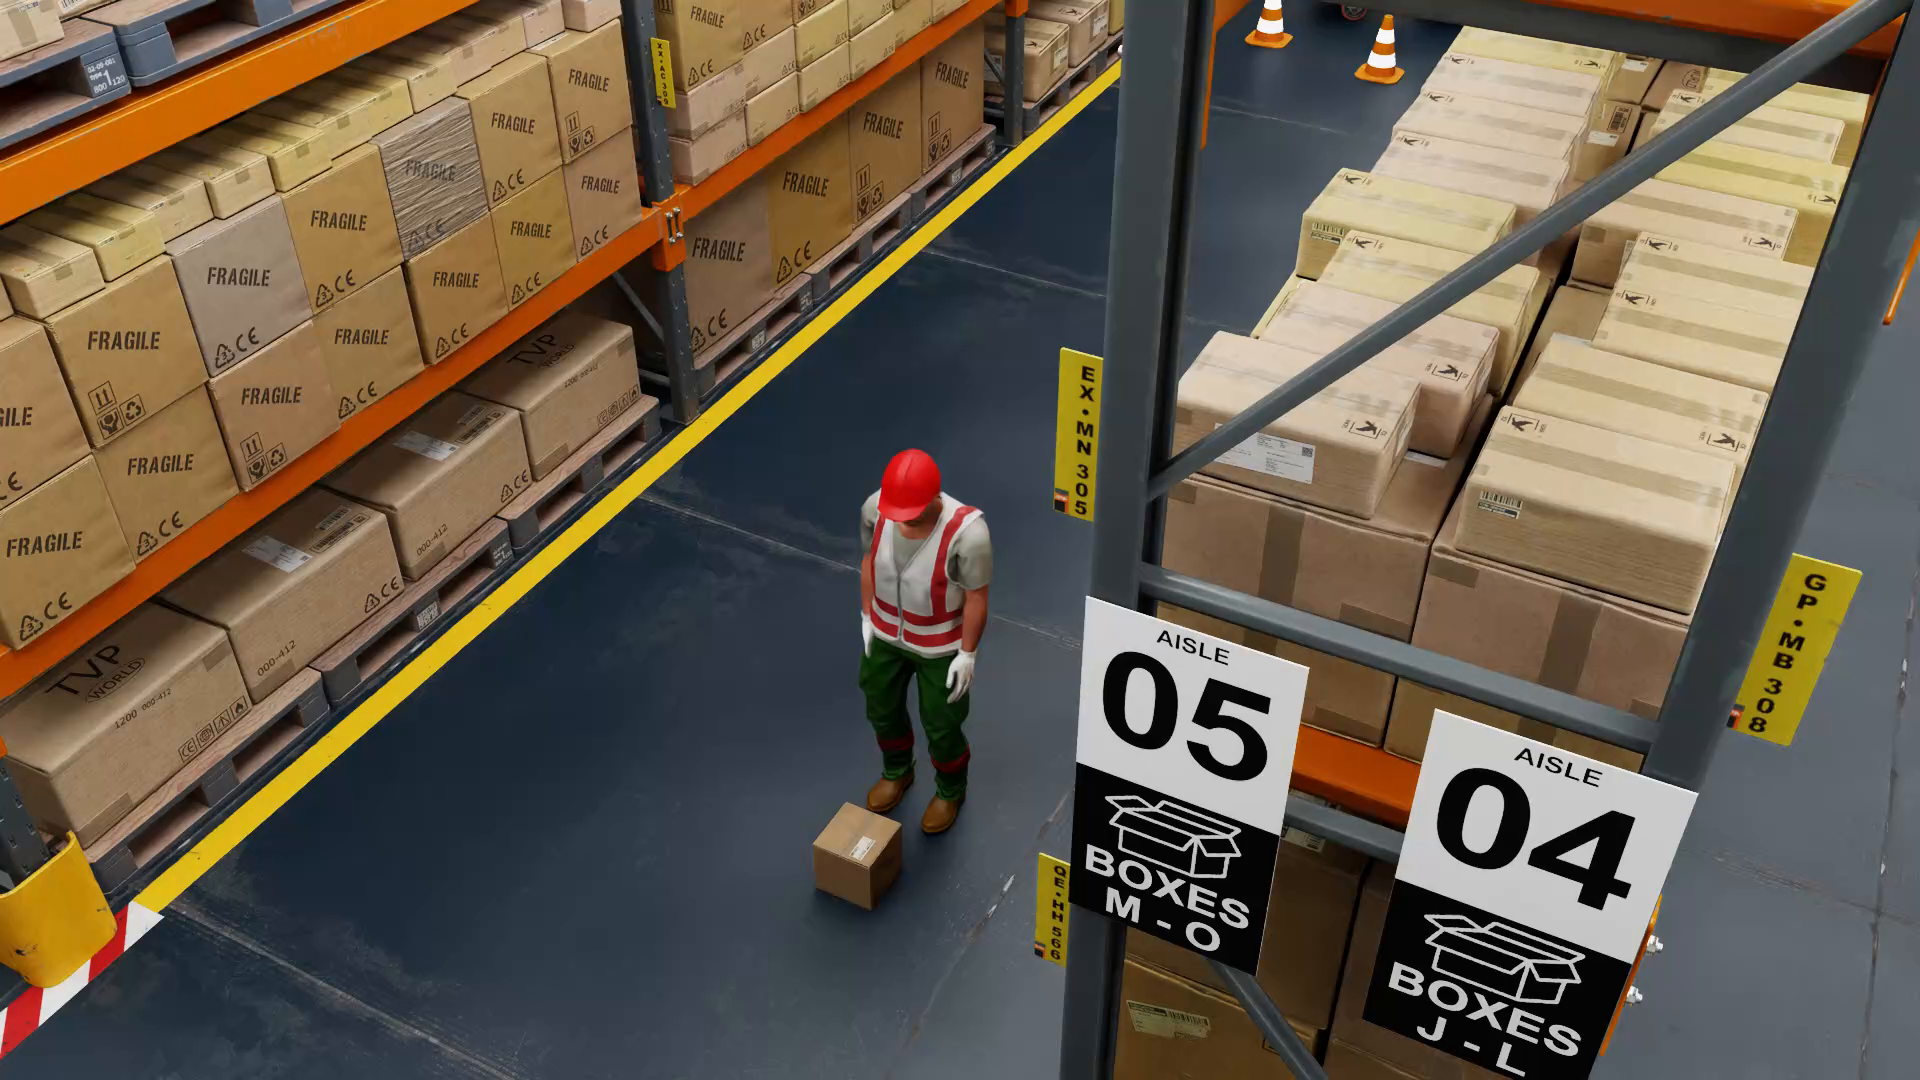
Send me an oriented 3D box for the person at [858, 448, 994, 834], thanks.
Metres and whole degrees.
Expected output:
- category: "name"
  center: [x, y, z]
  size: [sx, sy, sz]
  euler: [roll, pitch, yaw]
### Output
- category: "person"
  center: [-0.149, 0.378, 6.261]
  size: [0.534, 1.762, 0.400]
  euler: [18, 41, 22]
